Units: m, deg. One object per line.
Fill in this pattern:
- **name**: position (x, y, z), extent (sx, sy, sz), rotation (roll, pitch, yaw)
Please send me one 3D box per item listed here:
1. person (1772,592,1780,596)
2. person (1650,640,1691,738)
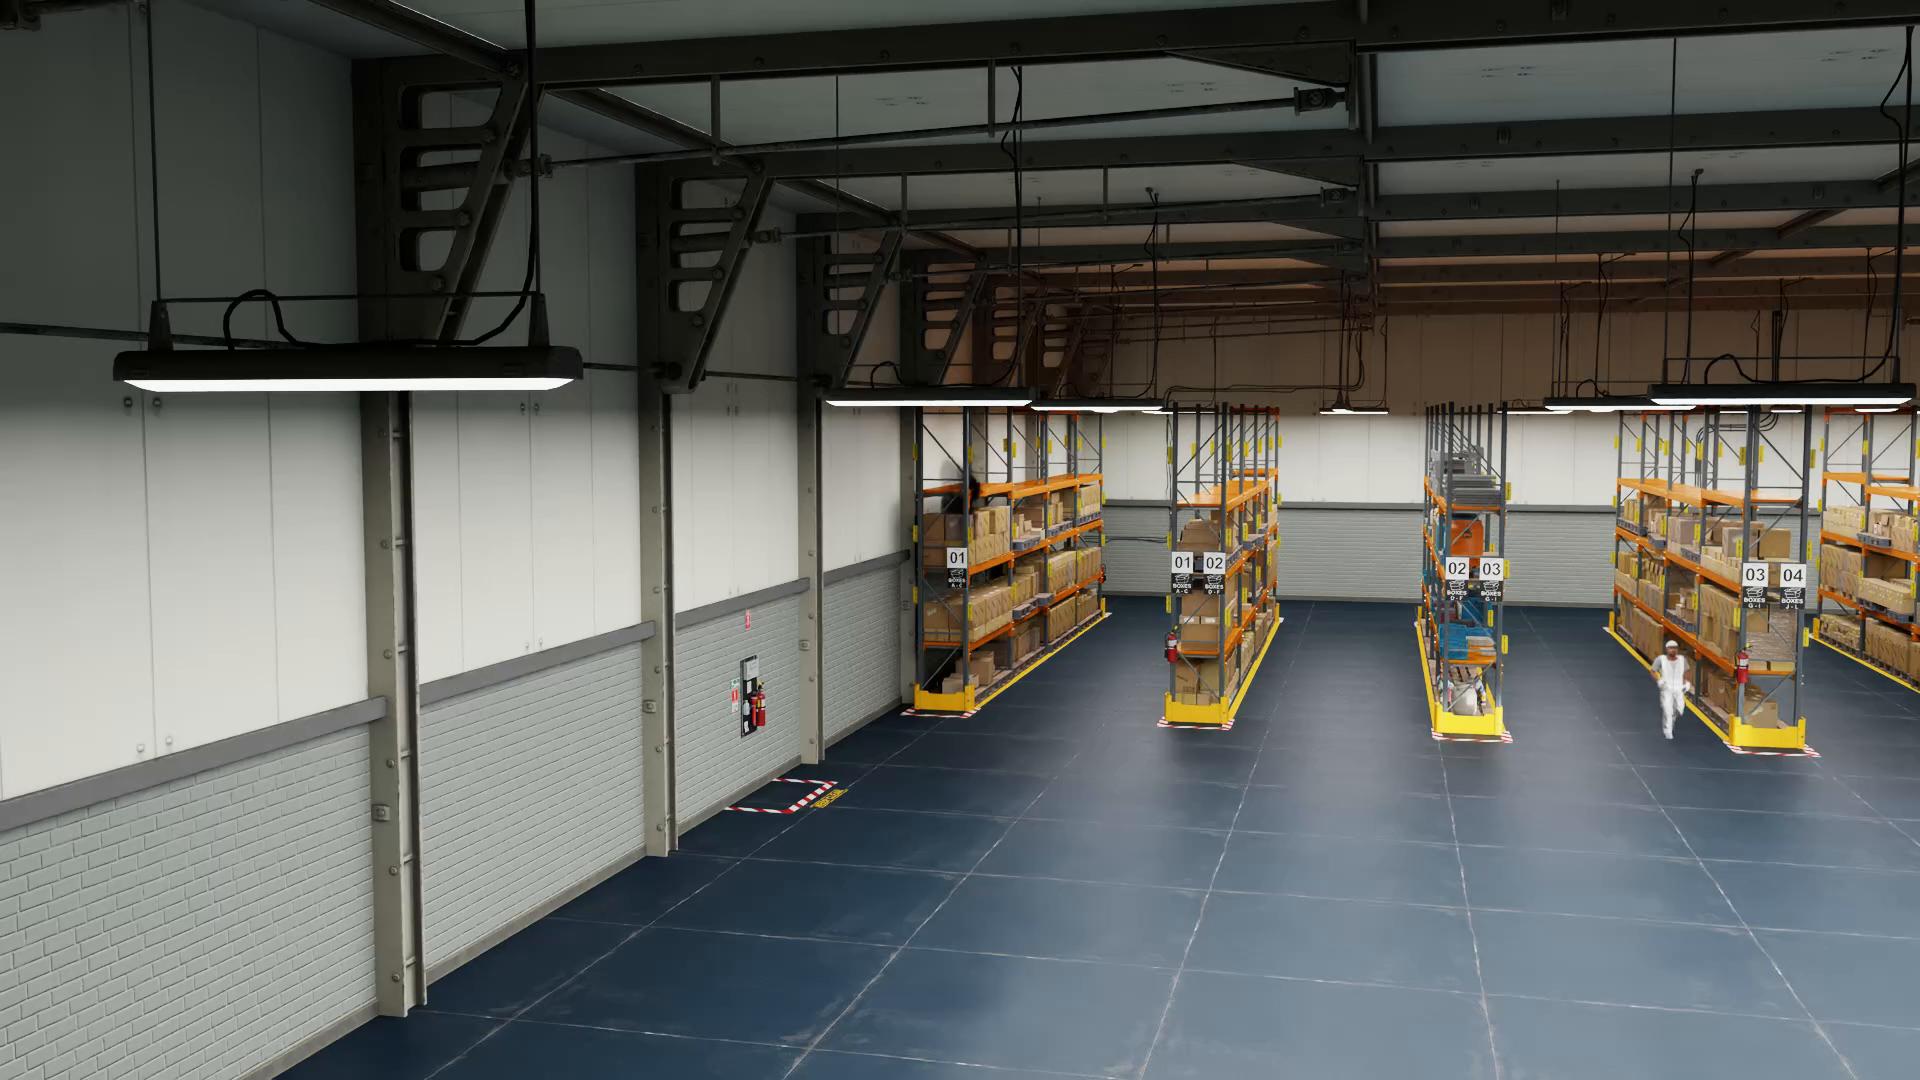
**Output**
- **person**: position (20.812, 1.777, 42.738), extent (0.590, 1.691, 0.731), rotation (2, 5, 27)
- **person**: position (12.718, 2.660, 29.756), extent (0.714, 1.745, 0.626), rotation (1, 4, 7)
